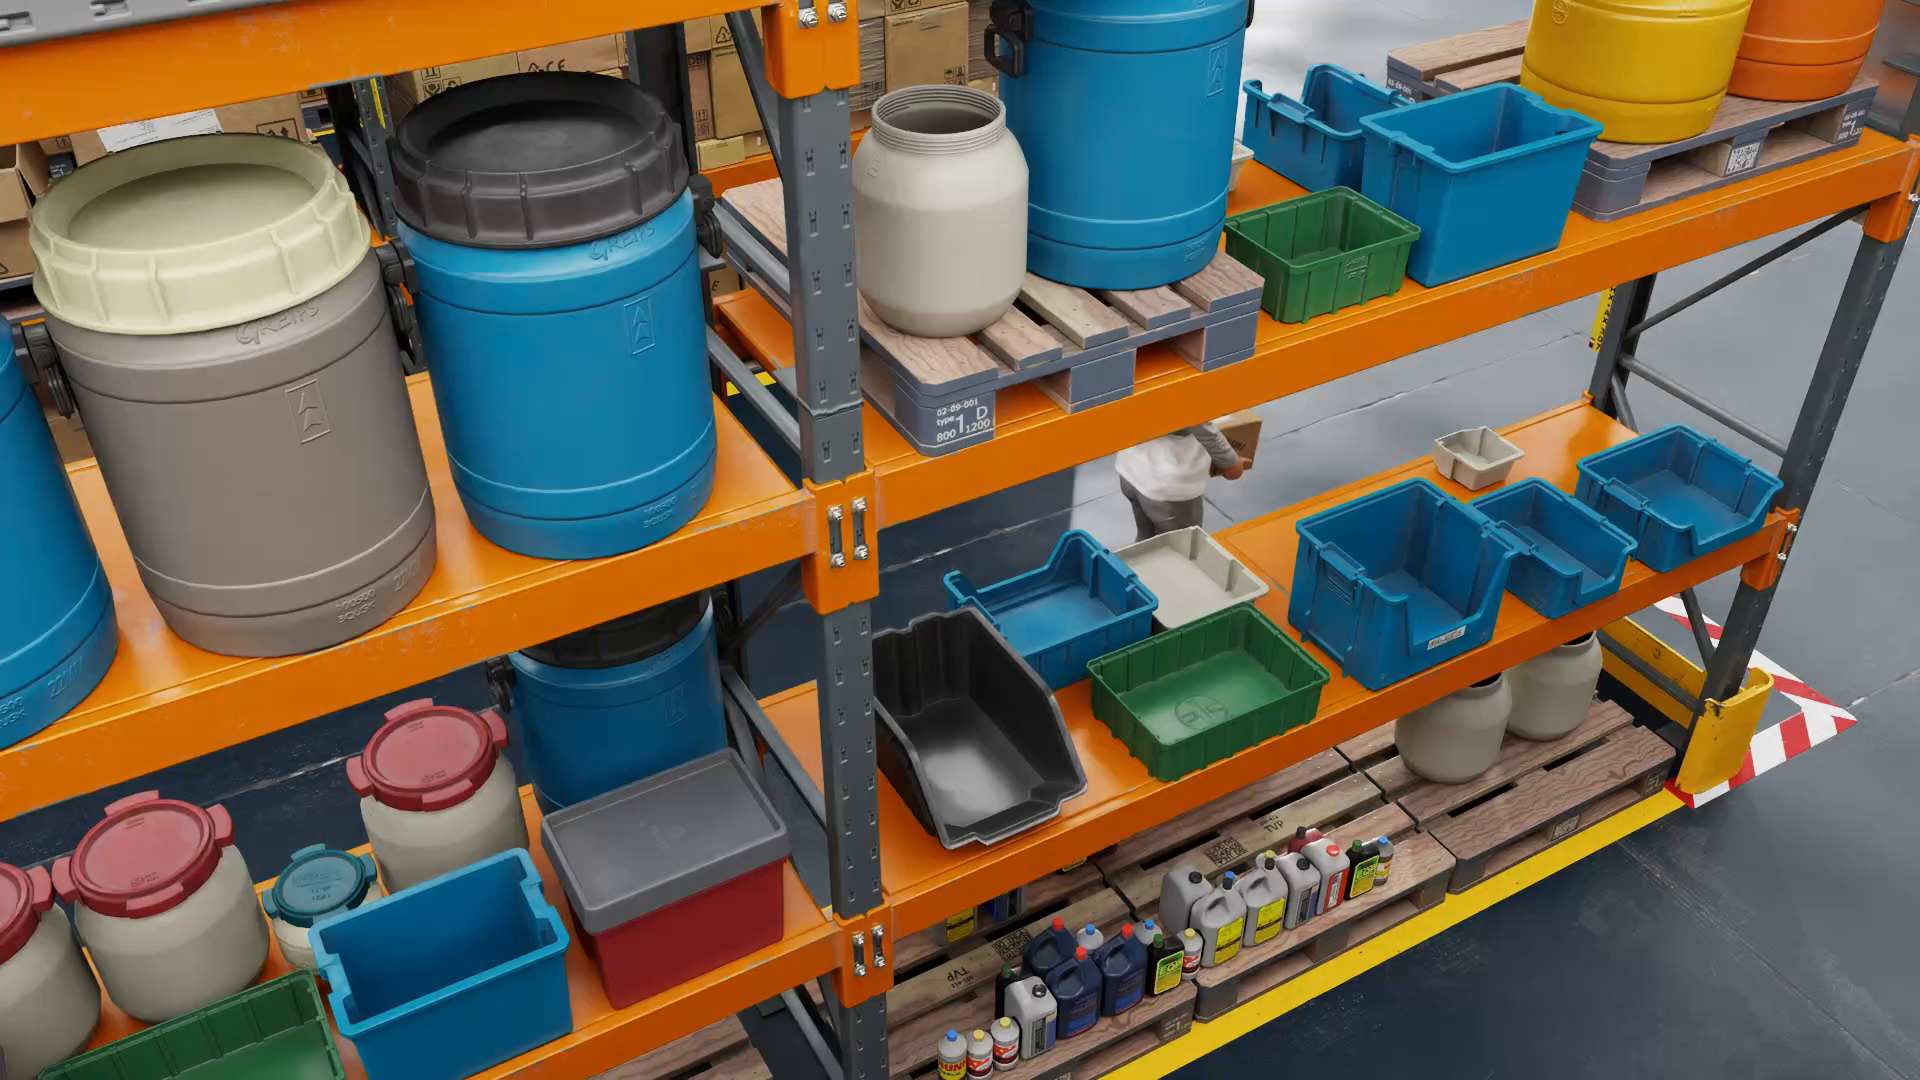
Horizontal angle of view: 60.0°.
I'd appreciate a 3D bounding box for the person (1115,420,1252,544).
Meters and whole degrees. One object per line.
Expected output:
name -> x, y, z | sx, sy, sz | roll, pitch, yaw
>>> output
person -> 0.962, -0.304, 7.323 | 0.559, 1.762, 0.494 | -18, 40, -23
